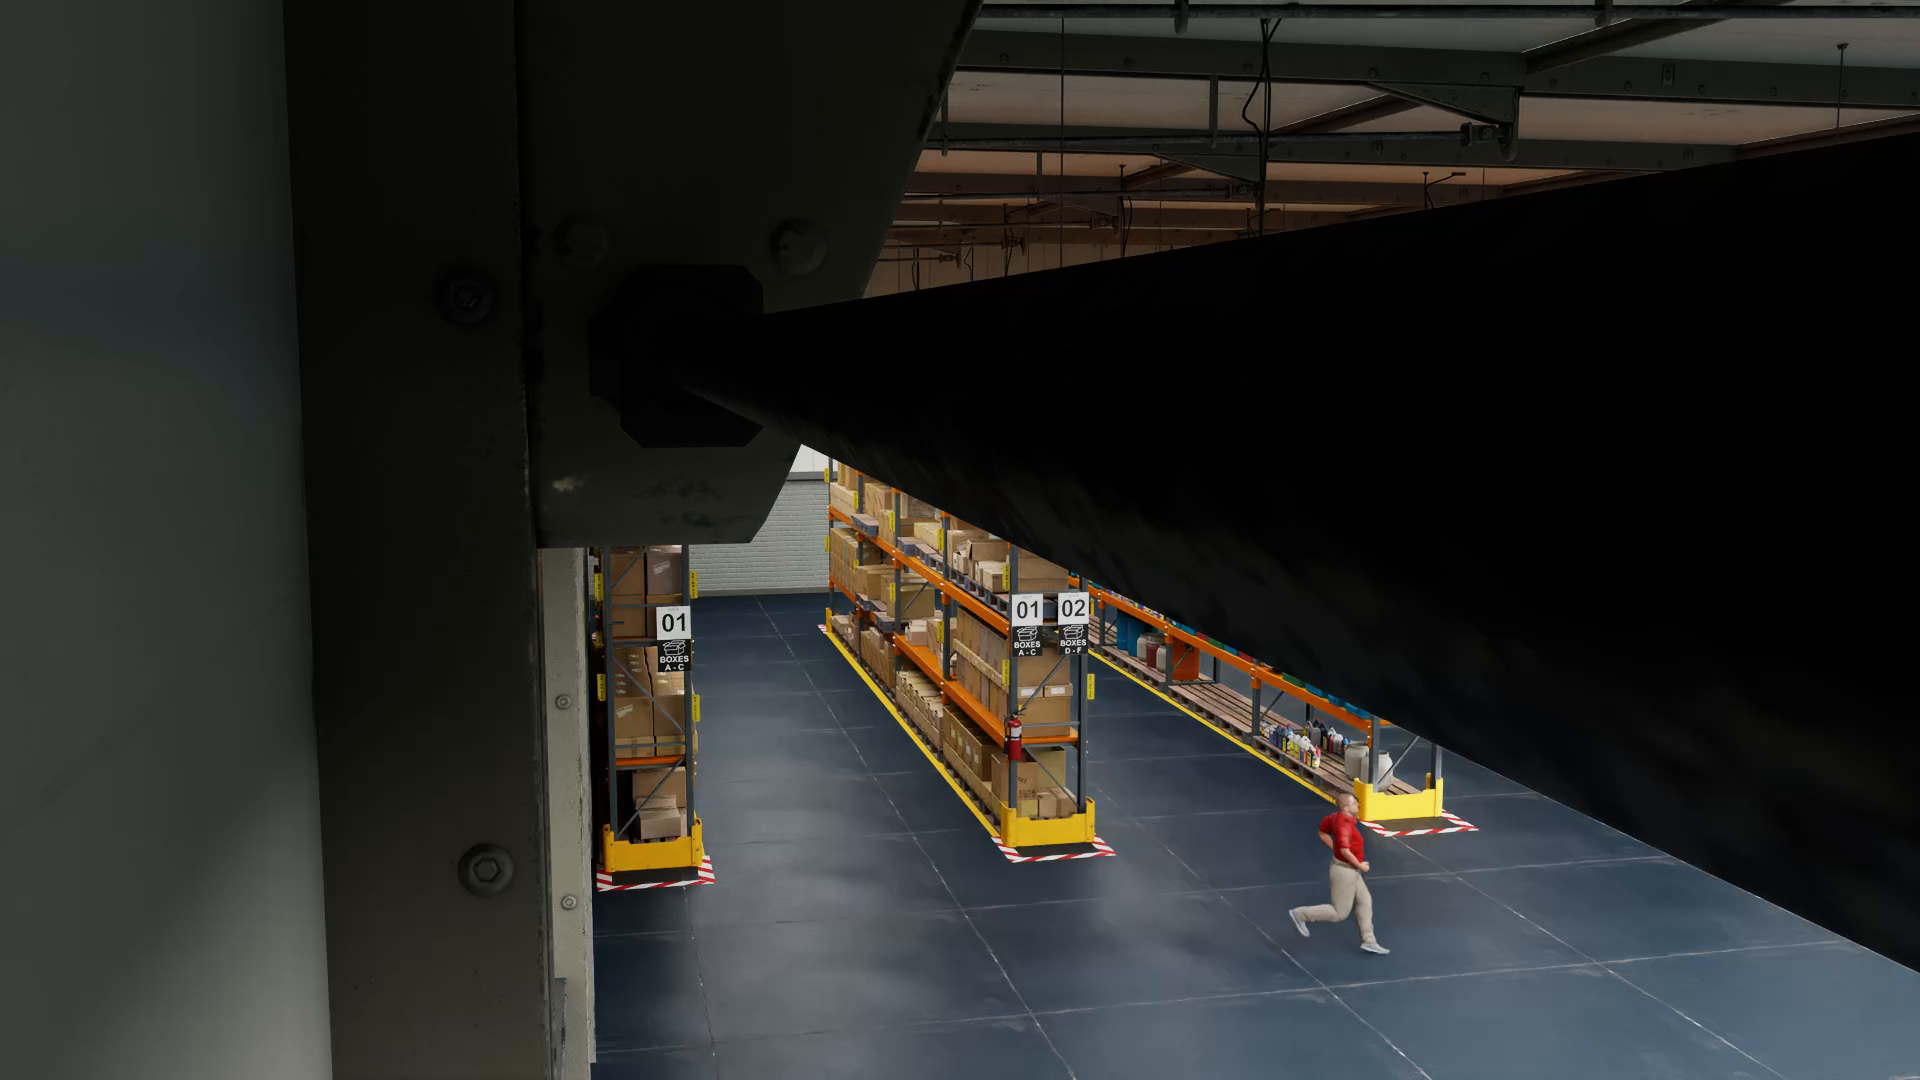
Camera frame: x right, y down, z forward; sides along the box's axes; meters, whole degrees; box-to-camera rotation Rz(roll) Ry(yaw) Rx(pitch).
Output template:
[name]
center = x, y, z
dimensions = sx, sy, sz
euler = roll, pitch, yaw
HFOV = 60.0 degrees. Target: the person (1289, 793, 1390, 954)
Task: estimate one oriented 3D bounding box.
[person]
center = 3.953, 3.475, 17.237
dimensions = 1.059, 1.727, 0.639
euler = 1, 7, 8
